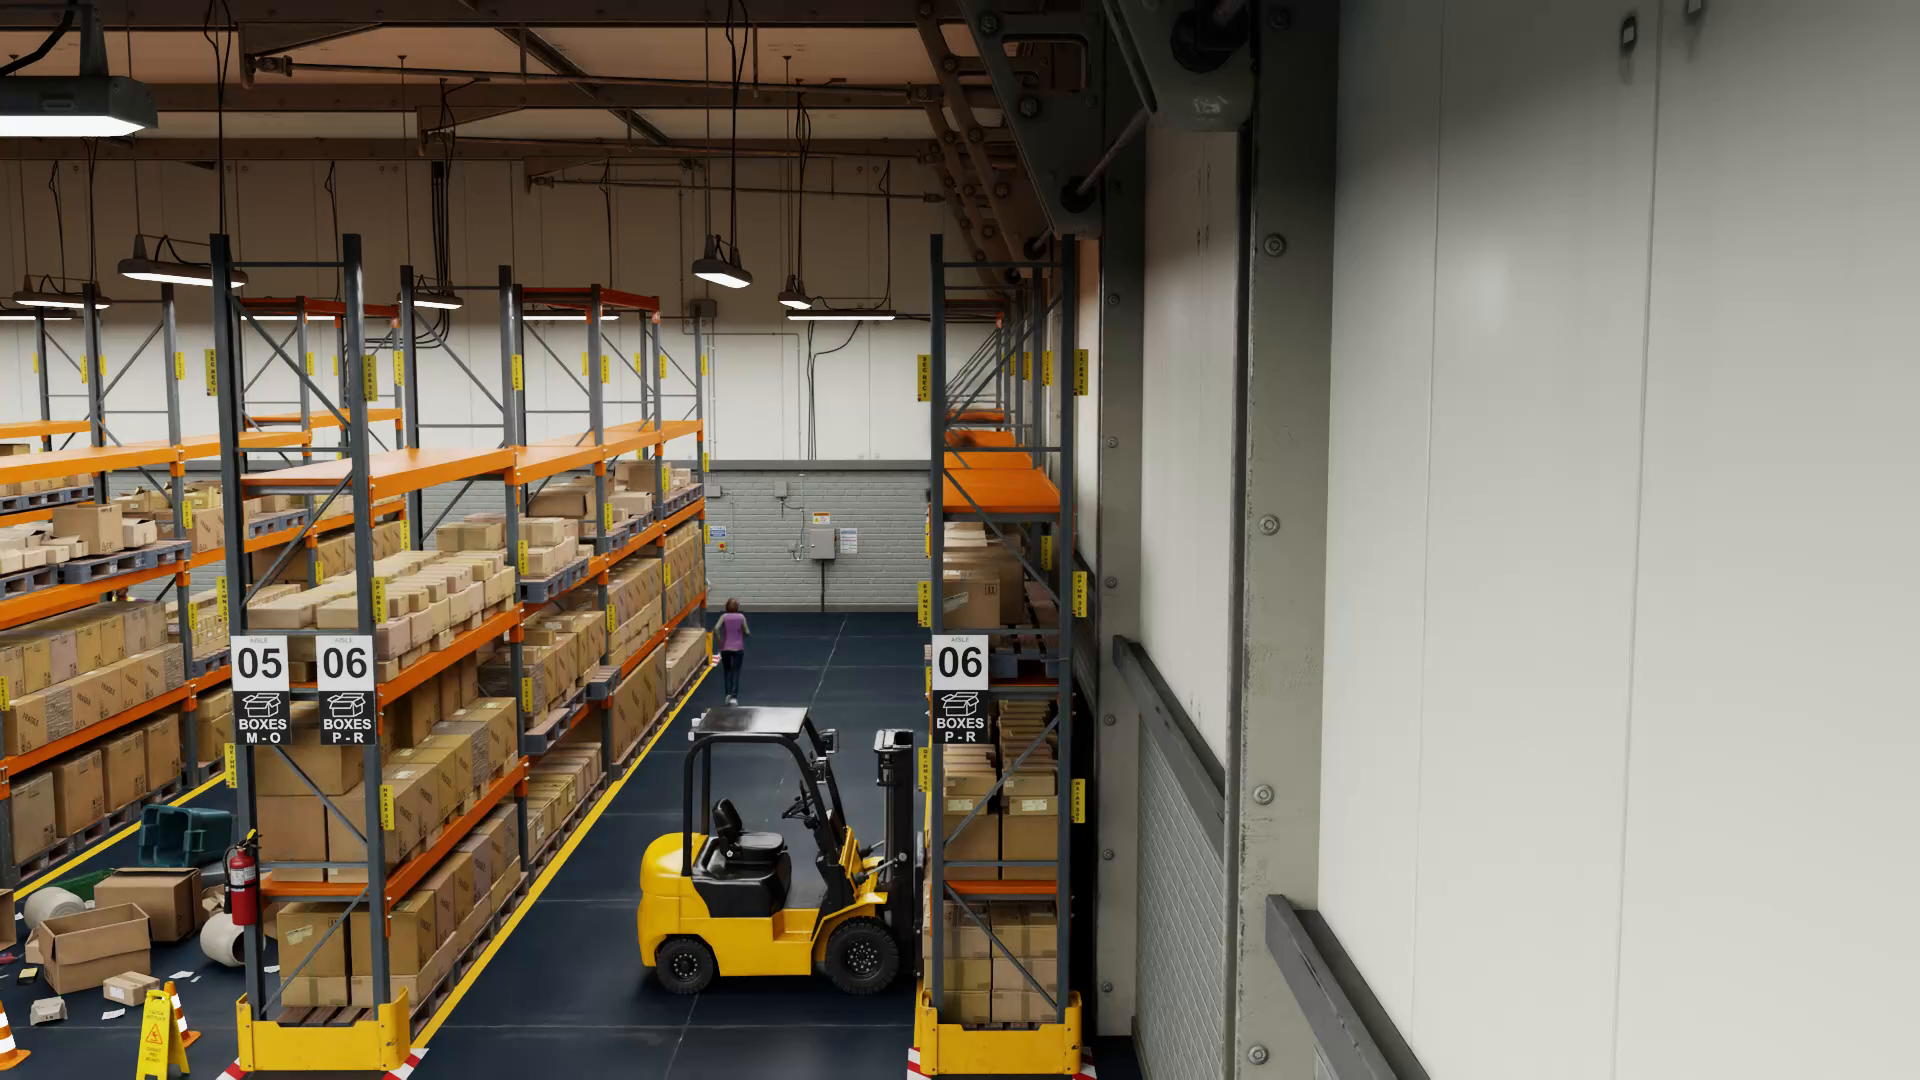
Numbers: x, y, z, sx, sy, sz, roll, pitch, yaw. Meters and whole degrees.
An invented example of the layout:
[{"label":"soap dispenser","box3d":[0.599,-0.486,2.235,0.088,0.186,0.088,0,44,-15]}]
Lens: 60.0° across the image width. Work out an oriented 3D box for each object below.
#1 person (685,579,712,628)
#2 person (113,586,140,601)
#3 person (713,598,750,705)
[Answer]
[{"label":"person","box3d":[-4.686,1.150,29.305,0.626,1.549,0.634,4,7,30]},{"label":"person","box3d":[-12.837,1.475,25.513,0.712,1.747,0.932,-1,6,-8]},{"label":"person","box3d":[-3.355,1.664,24.499,0.522,1.639,0.700,0,6,-3]}]
